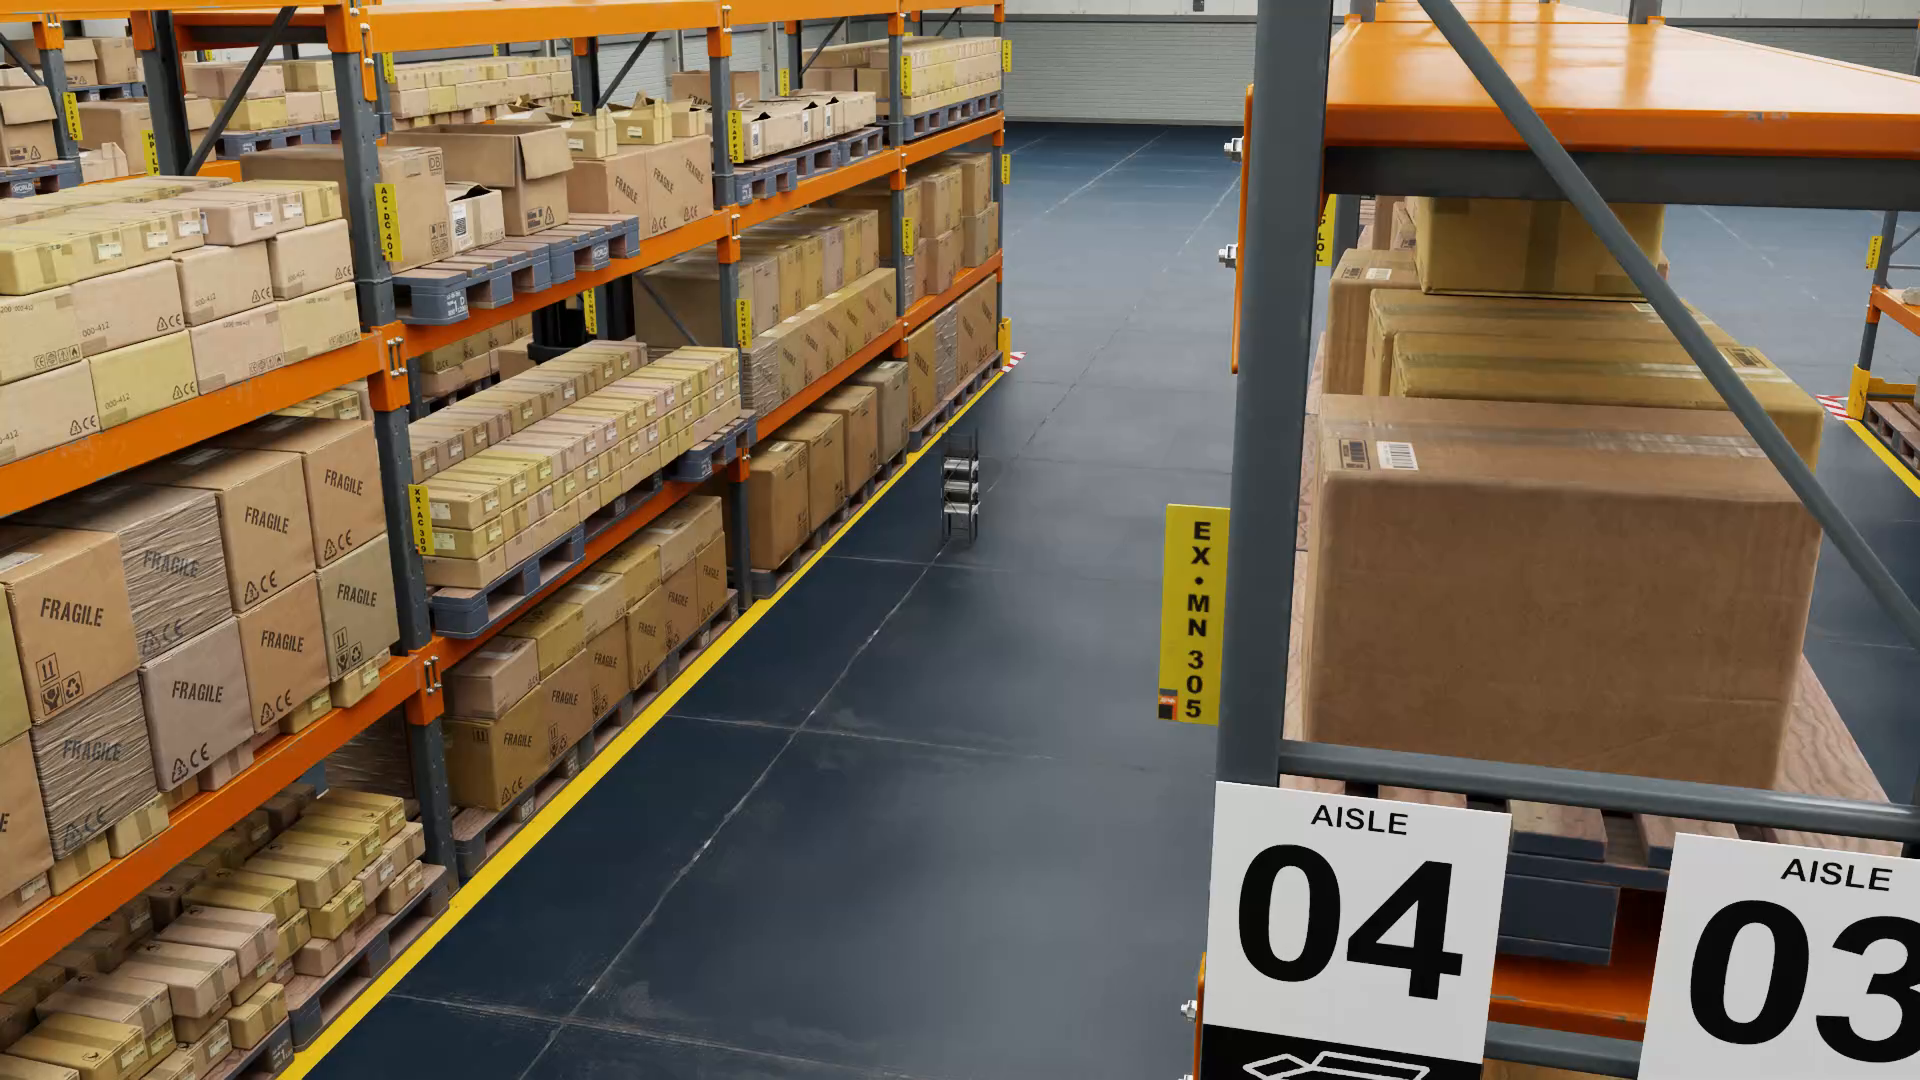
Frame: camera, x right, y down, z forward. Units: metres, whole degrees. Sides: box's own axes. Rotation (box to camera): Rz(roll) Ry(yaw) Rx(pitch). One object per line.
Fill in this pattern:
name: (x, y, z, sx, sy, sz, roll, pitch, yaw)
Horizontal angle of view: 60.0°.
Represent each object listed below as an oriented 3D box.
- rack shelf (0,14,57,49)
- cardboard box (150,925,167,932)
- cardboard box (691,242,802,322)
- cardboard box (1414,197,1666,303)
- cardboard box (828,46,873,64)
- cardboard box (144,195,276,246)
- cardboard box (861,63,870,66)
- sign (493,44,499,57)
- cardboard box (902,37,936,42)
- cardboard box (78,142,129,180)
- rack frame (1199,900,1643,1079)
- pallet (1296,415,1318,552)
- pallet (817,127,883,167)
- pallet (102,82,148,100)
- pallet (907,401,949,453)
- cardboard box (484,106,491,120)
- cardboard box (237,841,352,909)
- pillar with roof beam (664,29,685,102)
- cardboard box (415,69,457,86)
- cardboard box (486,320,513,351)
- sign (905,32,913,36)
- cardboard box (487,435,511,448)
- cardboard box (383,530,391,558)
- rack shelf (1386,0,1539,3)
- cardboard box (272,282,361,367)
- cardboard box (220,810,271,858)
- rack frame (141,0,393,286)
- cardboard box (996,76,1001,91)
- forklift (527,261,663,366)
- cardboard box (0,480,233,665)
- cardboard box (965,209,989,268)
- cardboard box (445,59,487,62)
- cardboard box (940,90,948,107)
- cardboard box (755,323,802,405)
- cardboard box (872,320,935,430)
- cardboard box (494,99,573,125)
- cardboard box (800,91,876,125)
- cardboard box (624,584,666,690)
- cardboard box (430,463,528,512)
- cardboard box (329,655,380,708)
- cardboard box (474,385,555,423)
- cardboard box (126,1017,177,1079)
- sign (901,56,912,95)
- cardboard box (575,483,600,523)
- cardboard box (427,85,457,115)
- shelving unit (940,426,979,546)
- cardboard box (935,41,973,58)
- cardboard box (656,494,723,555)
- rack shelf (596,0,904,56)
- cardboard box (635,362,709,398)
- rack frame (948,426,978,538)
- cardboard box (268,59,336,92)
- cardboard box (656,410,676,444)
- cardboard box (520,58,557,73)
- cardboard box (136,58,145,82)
rack shelf: (-7.287, -3.016, 9.827, 1.077, 0.370, 4.000, 5, 19, 13)
cardboard box: (-3.418, 1.628, 7.083, 0.380, 0.149, 0.250, 4, 19, 11)
cardboard box: (-1.608, -1.954, 12.567, 0.700, 0.500, 0.500, 4, 19, 13)
cardboard box: (1.360, -0.743, 3.963, 0.500, 0.250, 0.500, 4, 19, 12)
cardboard box: (-1.031, -4.528, 15.513, 0.380, 0.149, 0.250, 5, 19, 14)
cardboard box: (-2.835, -1.211, 6.293, 0.380, 0.149, 0.250, 5, 19, 13)
cardboard box: (-1.001, -4.296, 15.452, 0.500, 0.250, 0.500, 5, 19, 13)
sign: (-5.370, -5.717, 19.291, 0.100, 0.325, 0.005, 5, 19, 13)
cardboard box: (-0.471, -5.248, 17.620, 0.380, 0.149, 0.250, 5, 19, 14)
cardboard box: (-6.494, -2.855, 12.472, 0.396, 0.266, 0.258, 5, 19, 13)
rack frame: (0.857, 1.957, 2.818, 1.000, 3.000, 0.127, 5, 19, 13)
pallet: (1.324, -0.038, 4.154, 1.003, 0.211, 1.213, 5, 19, 13)
pallet: (-1.172, -3.266, 13.763, 0.805, 0.209, 1.217, 4, 19, 11)
pallet: (-9.855, -5.390, 19.823, 1.003, 0.211, 1.213, 5, 19, 13)
pallet: (-0.734, -1.140, 16.200, 1.003, 0.211, 1.213, 5, 19, 13)
cardboard box: (-5.128, -4.450, 17.324, 0.380, 0.149, 0.250, 5, 19, 14)
cardboard box: (-2.863, 1.442, 7.165, 0.380, 0.149, 0.250, 4, 19, 13)
pillar with roof beam: (-2.129, -12.225, 35.058, 9.100, 9.000, 0.400, 5, 19, 13)
cardboard box: (-5.229, -4.584, 16.482, 0.380, 0.149, 0.250, 5, 19, 13)
cardboard box: (-5.167, -2.334, 17.825, 0.500, 0.500, 0.500, 6, 20, 16)
sign: (-0.555, -5.398, 18.235, 0.100, 0.325, 0.005, 5, 19, 13)
cardboard box: (-2.726, -0.495, 9.274, 0.380, 0.149, 0.250, 5, 19, 14)
cardboard box: (-2.983, -0.022, 8.350, 0.380, 0.149, 0.250, 5, 19, 14)
rack shelf: (3.300, -3.487, 11.206, 1.077, 0.370, 4.000, 5, 19, 13)
cardboard box: (-2.809, -0.894, 6.755, 0.500, 0.250, 0.500, 5, 20, 15)
cardboard box: (-3.360, 1.322, 7.518, 0.380, 0.149, 0.250, 6, 20, 16)
rack frame: (-2.951, -2.559, 6.759, 1.000, 3.000, 0.127, 5, 19, 13)
cardboard box: (0.229, -4.897, 17.828, 0.380, 0.149, 0.250, 5, 19, 13)
forklift: (-2.891, -1.843, 14.050, 1.130, 2.935, 3.031, 5, 19, 14)
cardboard box: (-3.063, 0.109, 6.067, 0.500, 0.500, 0.500, 5, 20, 15)
cardboard box: (-0.179, -3.259, 17.855, 0.875, 0.550, 0.550, 5, 19, 13)
cardboard box: (-5.429, -5.197, 18.276, 0.380, 0.149, 0.250, 5, 19, 13)
cardboard box: (-0.331, -4.181, 15.731, 0.380, 0.149, 0.250, 4, 19, 13)
cardboard box: (-1.480, -1.300, 12.200, 0.500, 0.500, 0.500, 4, 19, 13)
cardboard box: (-0.774, -1.613, 15.906, 0.875, 0.875, 0.875, 5, 19, 14)
cardboard box: (-2.489, -2.453, 9.750, 0.396, 0.266, 0.258, 5, 19, 13)
cardboard box: (-1.013, -3.588, 13.840, 0.500, 0.250, 0.500, 5, 19, 14)
cardboard box: (-2.124, 0.566, 10.106, 0.500, 0.500, 0.500, 4, 19, 11)
cardboard box: (-2.346, -0.257, 8.117, 0.380, 0.149, 0.250, 5, 20, 15)
cardboard box: (-2.751, 0.596, 7.191, 0.380, 0.149, 0.250, 4, 19, 12)
cardboard box: (-2.594, -0.794, 9.690, 0.380, 0.149, 0.250, 5, 20, 15)
cardboard box: (-3.213, 1.899, 6.287, 0.380, 0.149, 0.250, 6, 20, 16)
sign: (-0.467, -4.001, 14.334, 0.100, 0.325, 0.005, 5, 19, 13)
cardboard box: (-2.157, -0.211, 8.904, 0.380, 0.149, 0.250, 4, 19, 11)
cardboard box: (-5.331, -4.355, 16.428, 0.500, 0.250, 0.500, 4, 19, 13)
shelving unit: (-0.002, -0.423, 13.035, 0.258, 0.900, 0.210, 5, 19, 13)
cardboard box: (-0.083, -4.875, 16.529, 0.380, 0.149, 0.250, 4, 19, 13)
cardboard box: (-1.886, -0.110, 10.926, 0.500, 0.250, 0.500, 4, 19, 12)
rack shelf: (-1.485, -3.910, 12.445, 1.077, 0.370, 4.000, 5, 19, 13)
cardboard box: (-1.776, -0.985, 10.249, 0.380, 0.149, 0.250, 5, 20, 15)
rack frame: (0.023, -0.455, 13.128, 0.240, 0.900, 0.006, 5, 19, 13)
cardboard box: (-5.839, -4.179, 14.951, 0.500, 0.250, 0.500, 5, 20, 15)
cardboard box: (-1.902, -0.681, 9.820, 0.380, 0.149, 0.250, 5, 19, 13)
cardboard box: (-4.740, -5.312, 18.612, 0.380, 0.149, 0.250, 5, 19, 14)
cardboard box: (-9.627, -5.470, 19.326, 0.396, 0.266, 0.258, 5, 19, 14)
